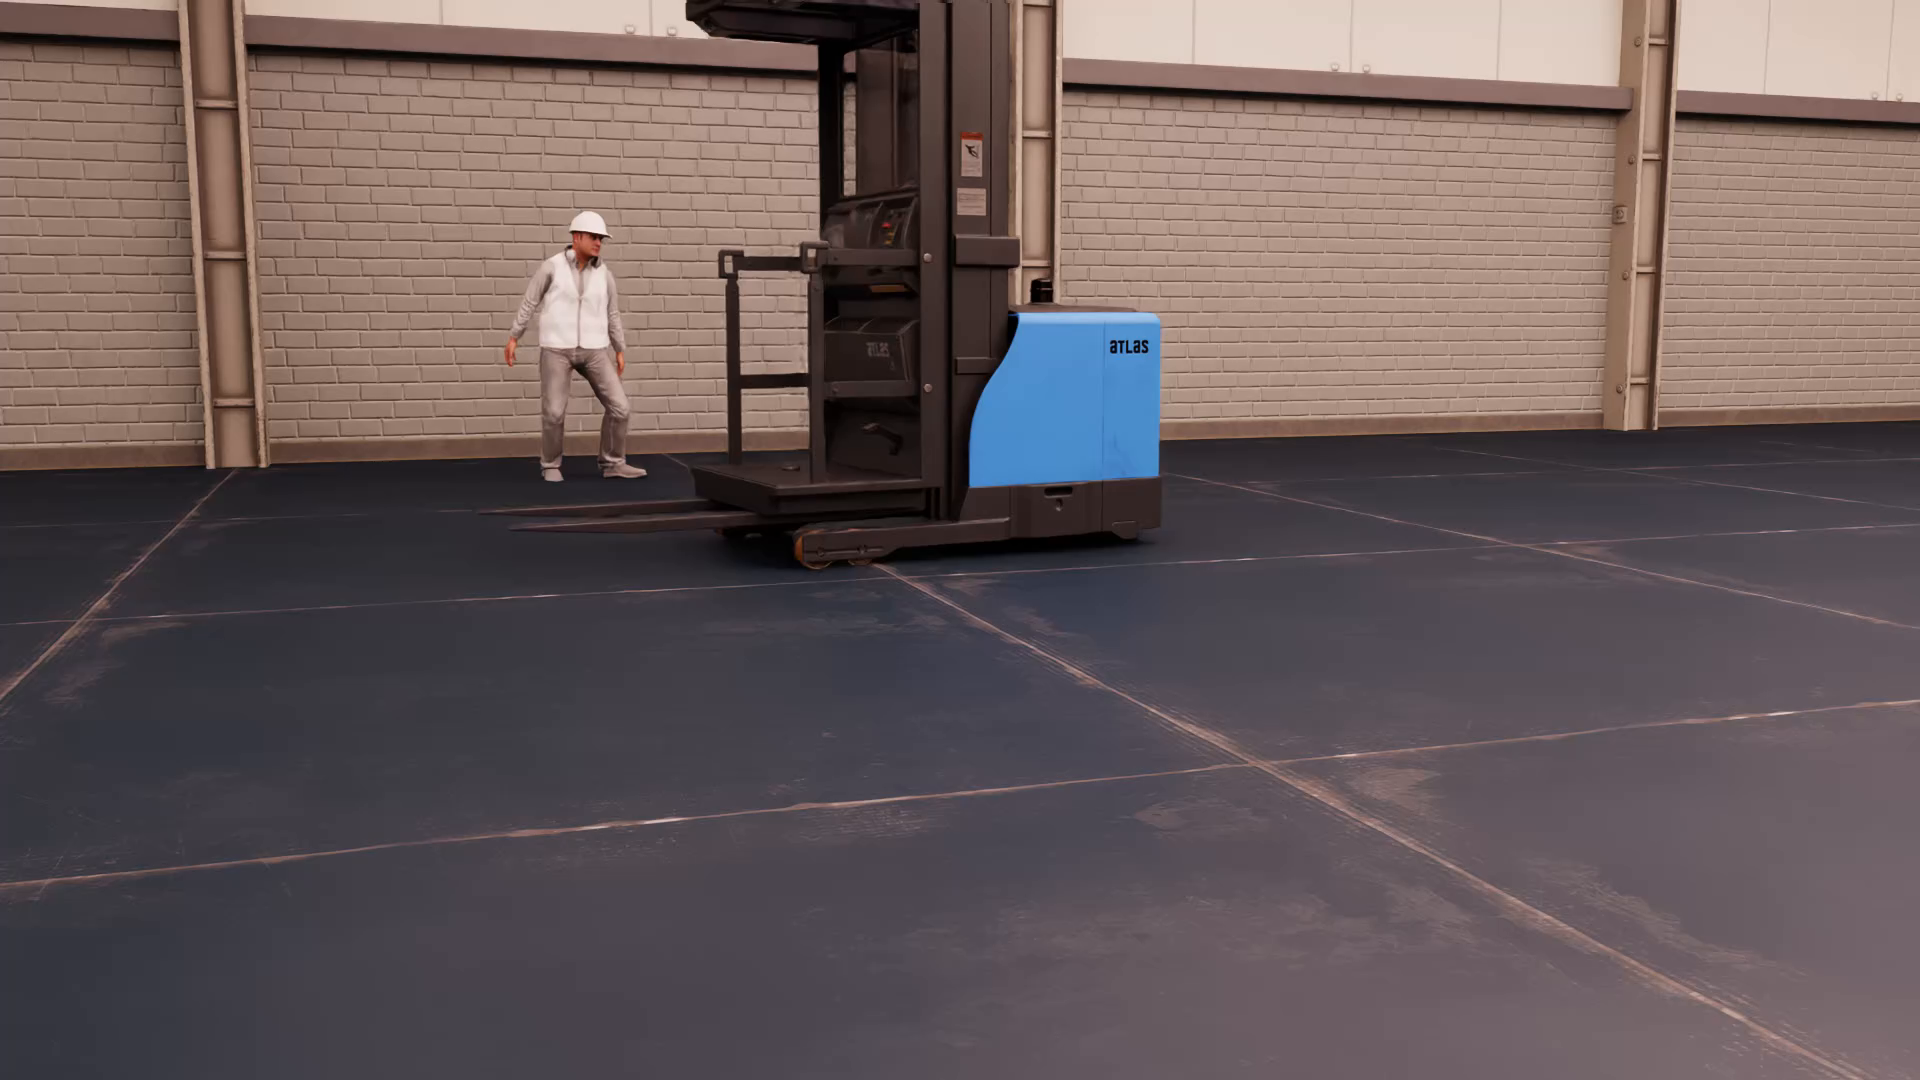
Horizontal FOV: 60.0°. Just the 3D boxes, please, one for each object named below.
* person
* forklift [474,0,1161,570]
[{"bbox_3d":[-2.482,-1.224,10.705,0.870,1.747,0.474,-3,8,-23],"label":"person"},{"bbox_3d":[-0.597,-1.408,7.400,3.031,2.935,1.130,-4,9,-28],"label":"forklift"}]
